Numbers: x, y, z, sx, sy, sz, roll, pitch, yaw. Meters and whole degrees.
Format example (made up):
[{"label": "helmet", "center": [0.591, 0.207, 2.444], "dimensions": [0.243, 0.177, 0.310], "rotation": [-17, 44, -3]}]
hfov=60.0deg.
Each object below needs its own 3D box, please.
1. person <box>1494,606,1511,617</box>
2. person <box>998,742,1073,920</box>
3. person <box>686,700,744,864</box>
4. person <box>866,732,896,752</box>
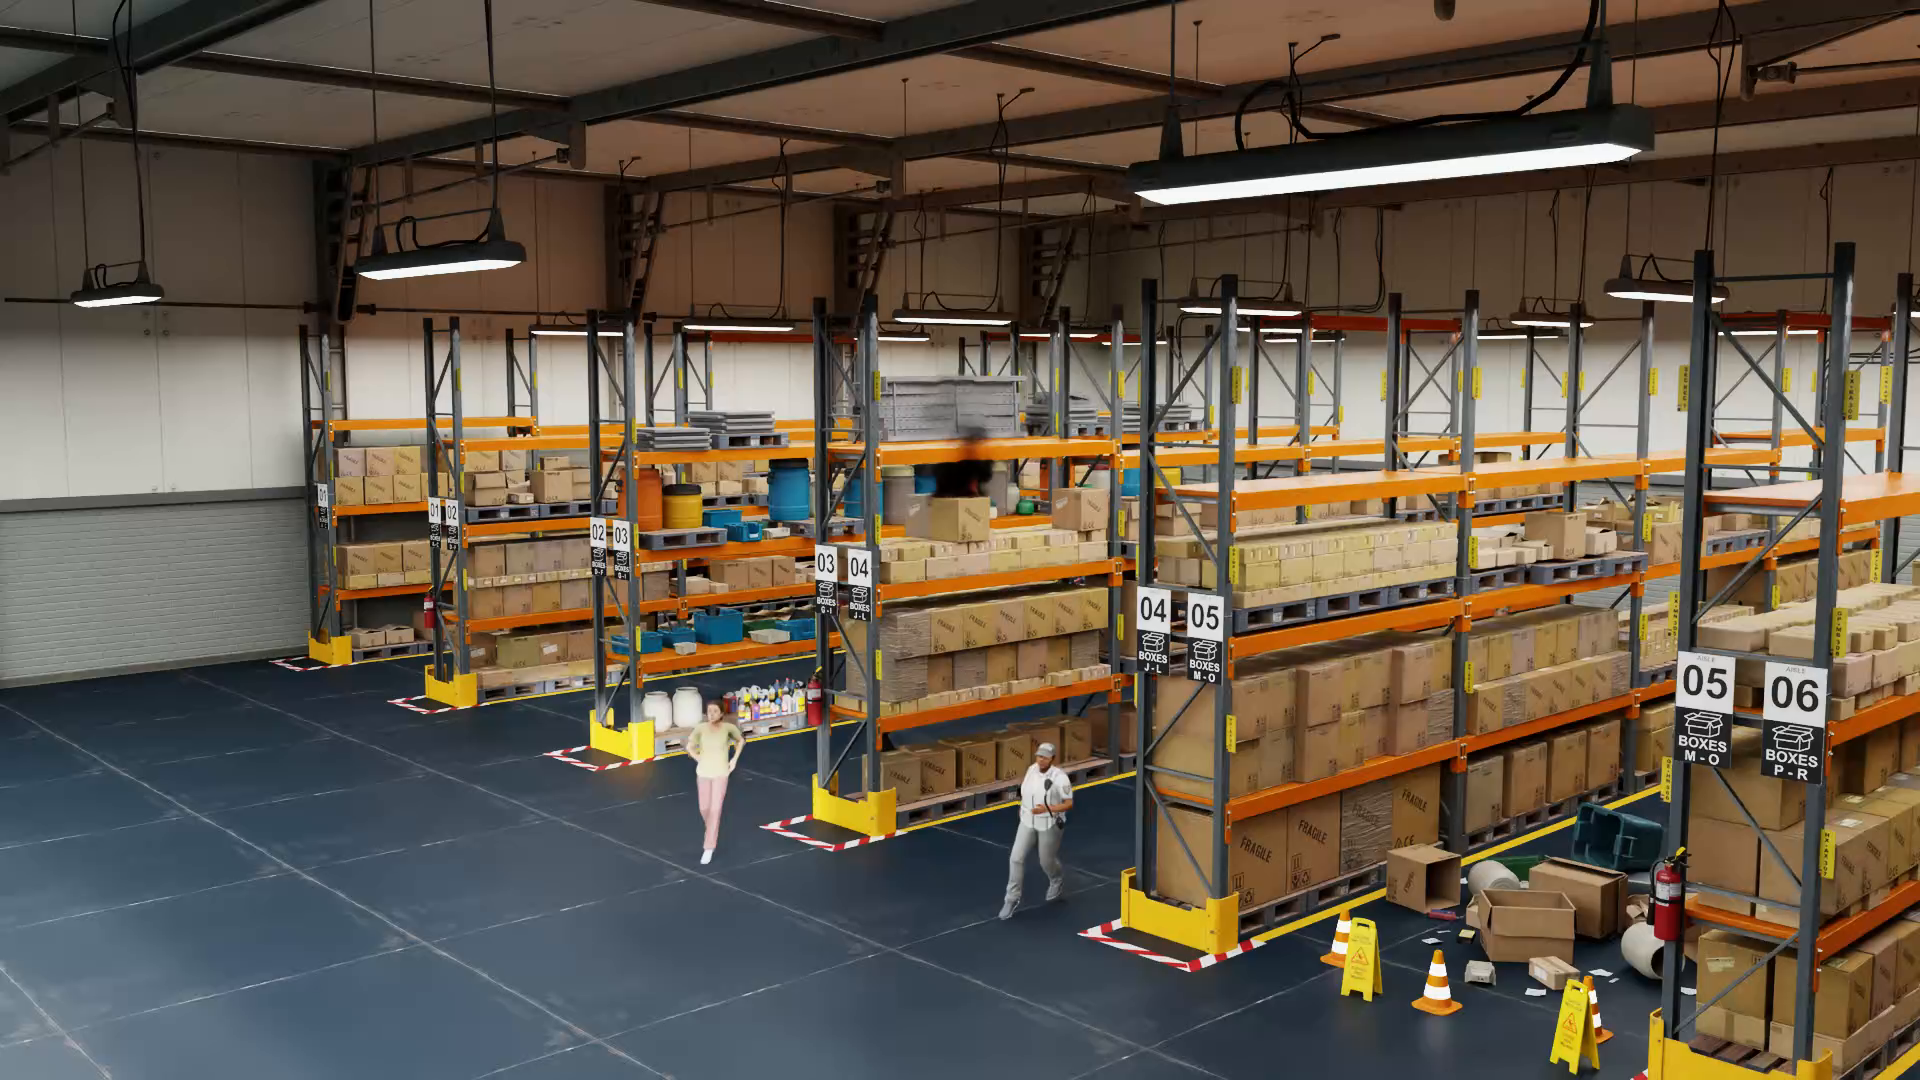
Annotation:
[{"label": "person", "center": [8.124, 1.772, 25.072], "dimensions": [0.664, 1.728, 0.629], "rotation": [6, 8, 44]}, {"label": "person", "center": [0.818, 2.749, 15.917], "dimensions": [0.629, 1.682, 0.882], "rotation": [3, 7, 31]}, {"label": "person", "center": [-2.633, 2.537, 17.866], "dimensions": [0.596, 1.689, 0.874], "rotation": [0, 6, 2]}, {"label": "person", "center": [-1.016, 2.176, 20.955], "dimensions": [0.656, 1.807, 0.877], "rotation": [5, 8, 42]}]
